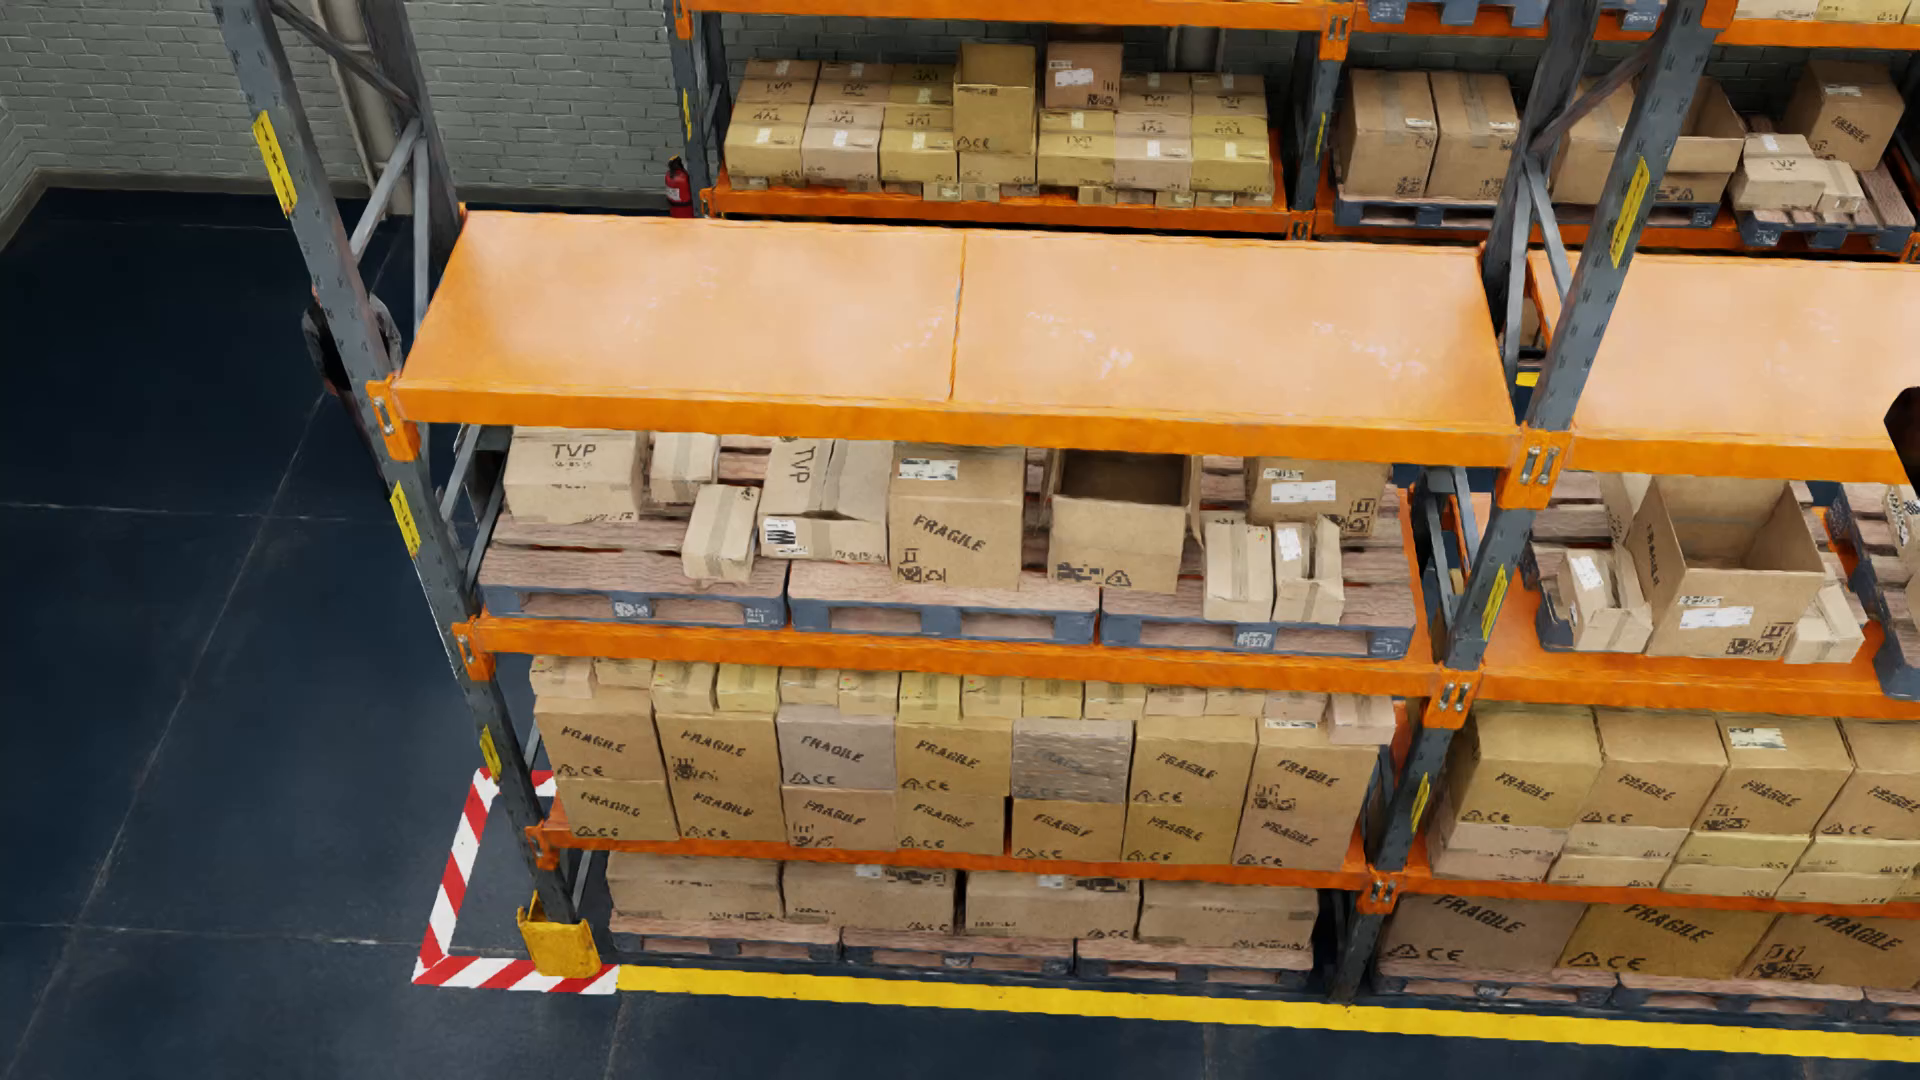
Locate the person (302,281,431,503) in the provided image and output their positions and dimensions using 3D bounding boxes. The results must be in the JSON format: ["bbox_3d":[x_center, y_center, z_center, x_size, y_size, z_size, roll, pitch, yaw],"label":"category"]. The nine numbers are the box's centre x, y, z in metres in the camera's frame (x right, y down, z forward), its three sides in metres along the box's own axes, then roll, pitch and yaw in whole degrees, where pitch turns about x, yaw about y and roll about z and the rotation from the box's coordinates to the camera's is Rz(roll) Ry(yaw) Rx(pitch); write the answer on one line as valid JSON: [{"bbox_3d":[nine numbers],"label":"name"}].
[{"bbox_3d":[-3.778,-1.064,10.565,0.553,1.711,0.700,-20,51,-17],"label":"person"}]
